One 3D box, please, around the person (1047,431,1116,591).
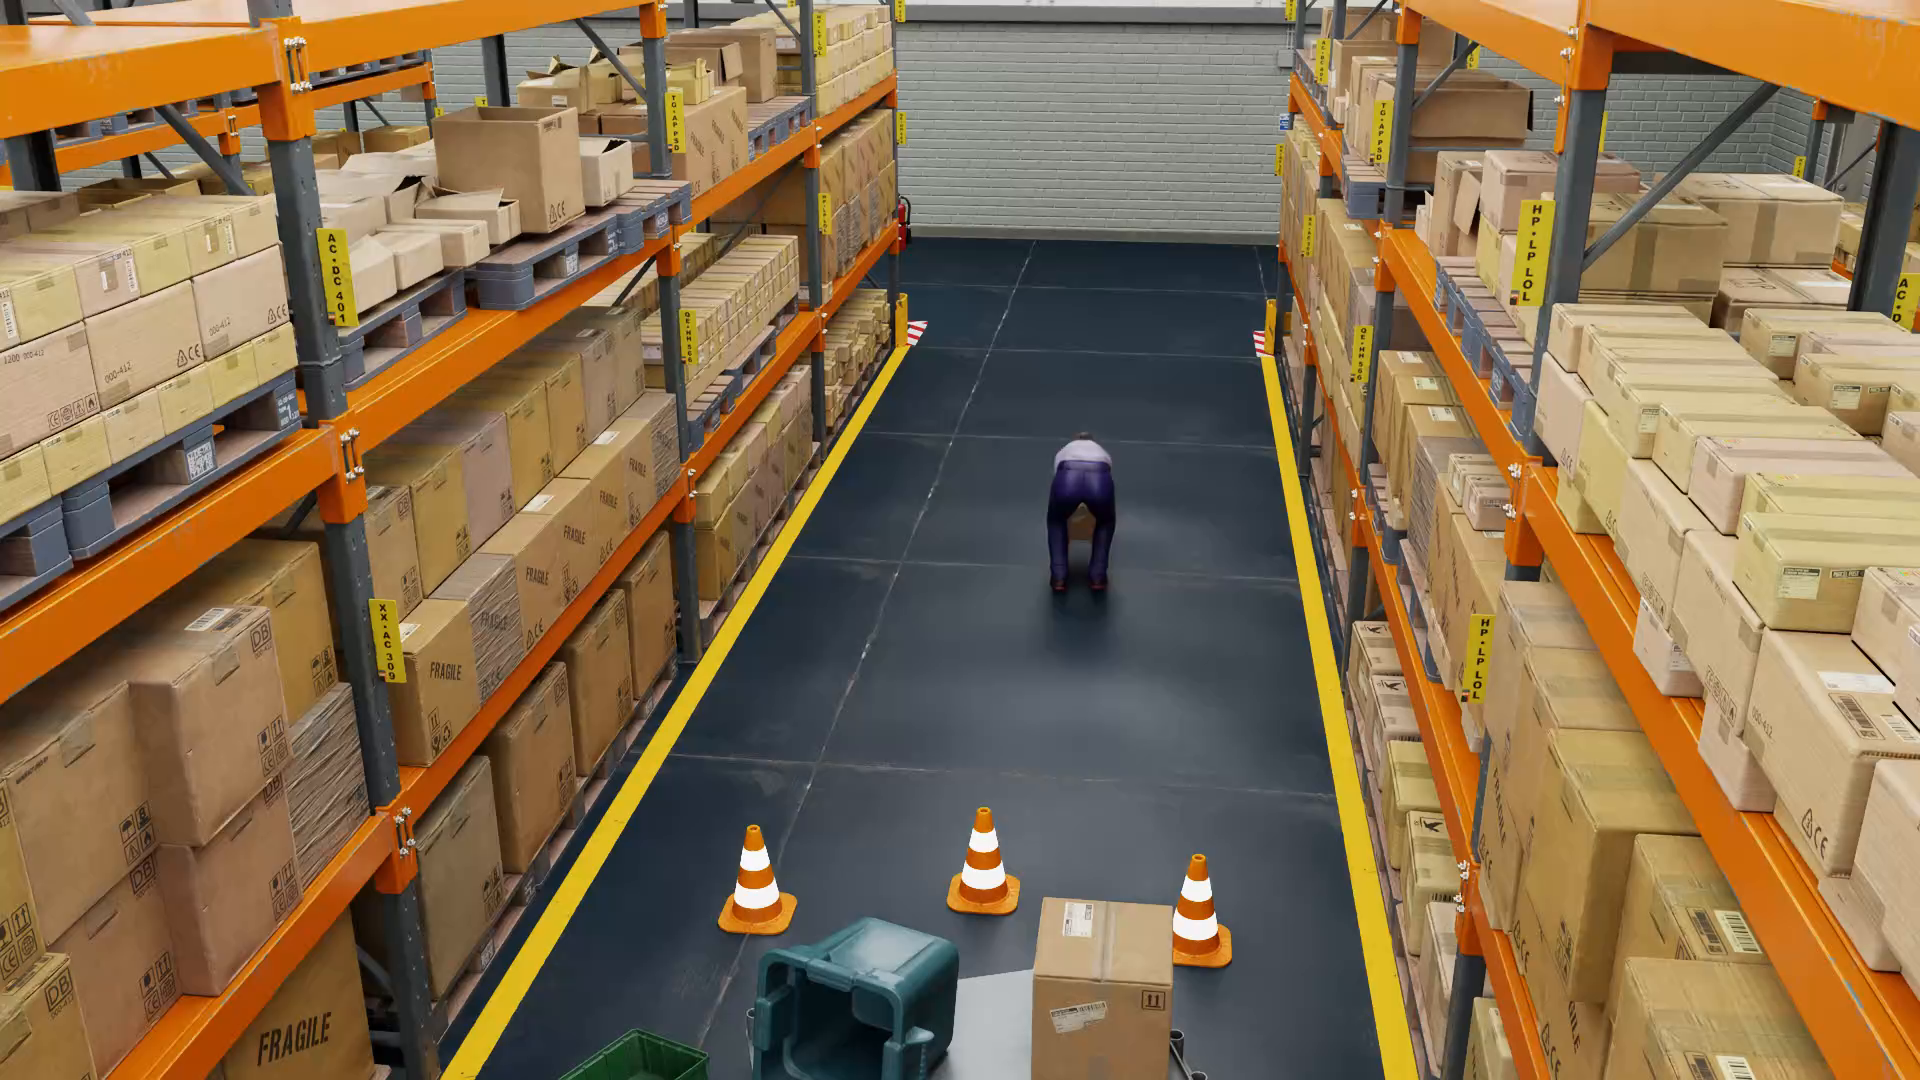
[{"bbox_3d":[0.844,-0.207,11.545,0.480,0.989,0.910,2,21,4],"label":"person"}]
